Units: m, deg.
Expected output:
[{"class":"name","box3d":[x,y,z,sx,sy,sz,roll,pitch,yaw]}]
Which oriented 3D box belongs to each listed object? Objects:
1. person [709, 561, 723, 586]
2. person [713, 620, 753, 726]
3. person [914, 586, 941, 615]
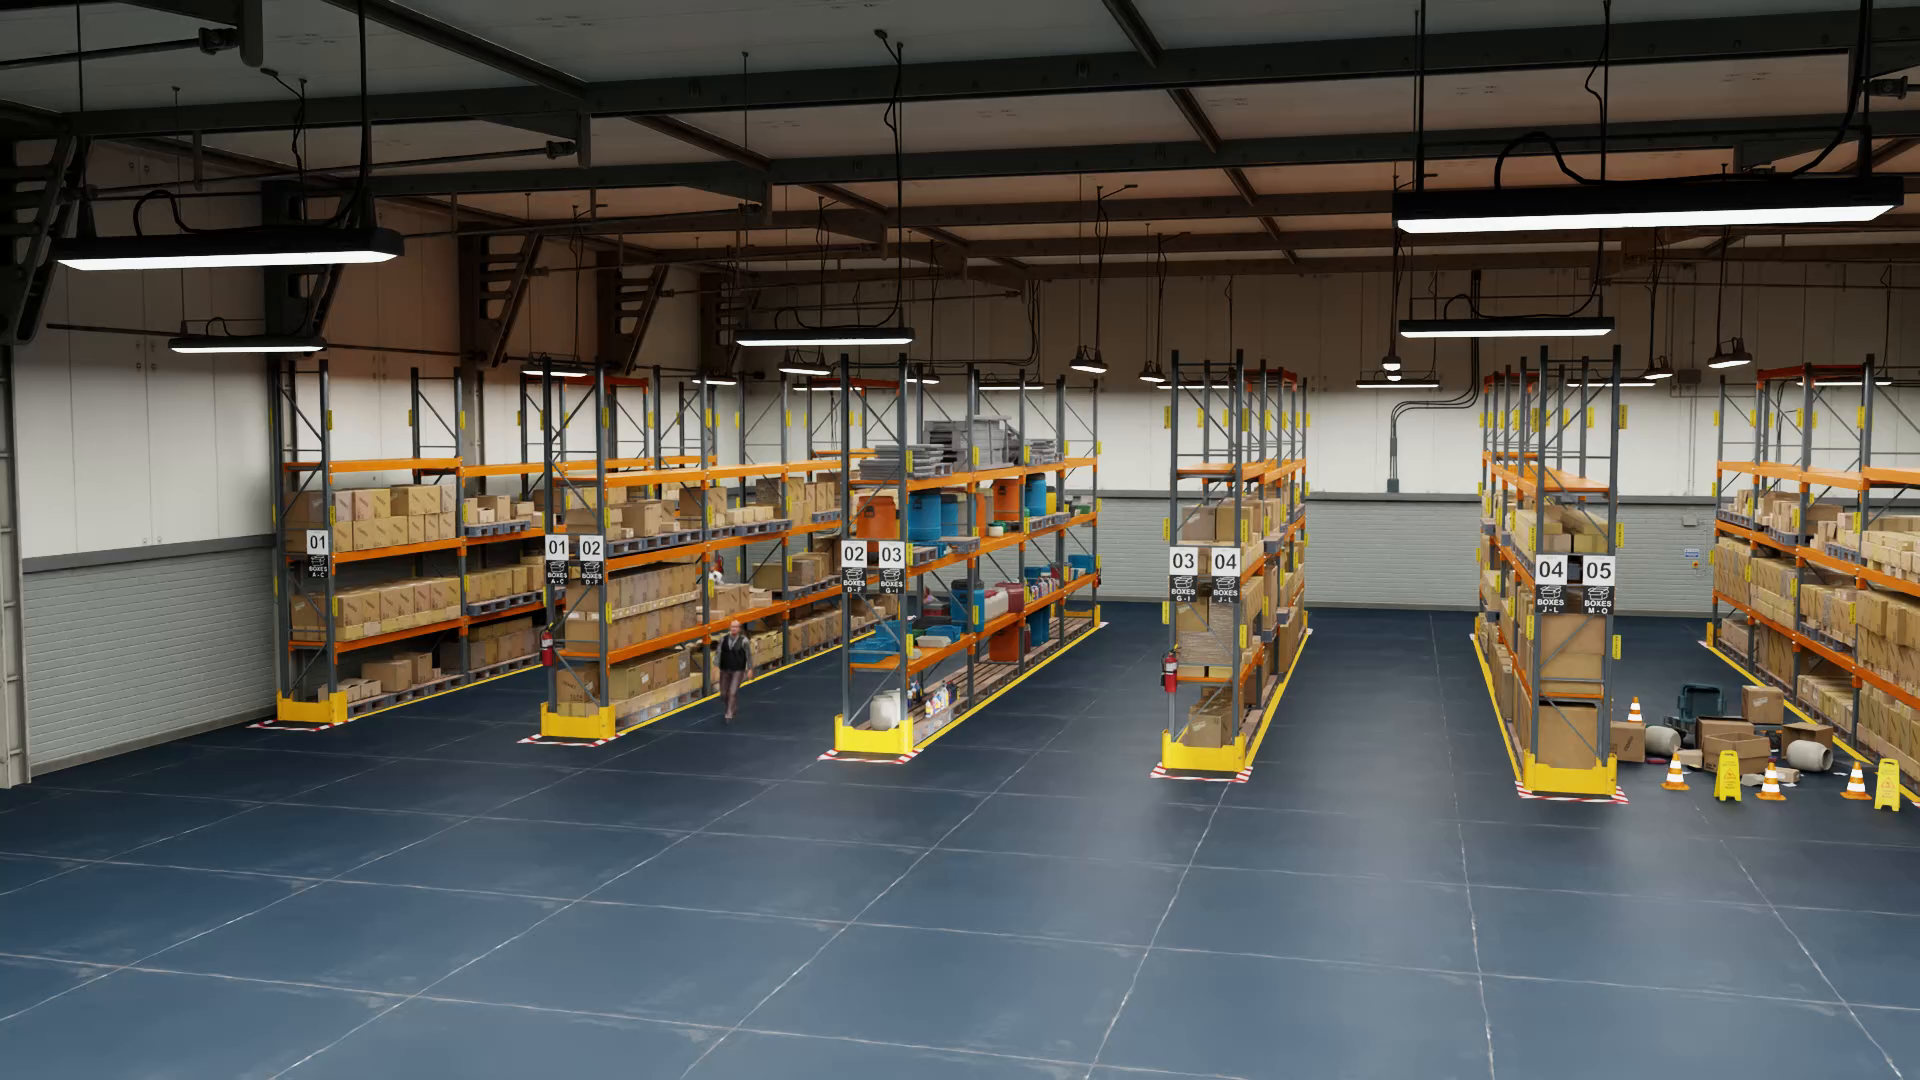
[{"class":"person","box3d":[-5.910,1.294,40.012,0.492,1.633,0.852,1,4,12]},{"class":"person","box3d":[-3.764,2.190,27.570,0.615,1.722,0.762,1,4,7]},{"class":"person","box3d":[-0.663,1.709,35.009,0.531,1.517,0.794,2,5,27]}]
